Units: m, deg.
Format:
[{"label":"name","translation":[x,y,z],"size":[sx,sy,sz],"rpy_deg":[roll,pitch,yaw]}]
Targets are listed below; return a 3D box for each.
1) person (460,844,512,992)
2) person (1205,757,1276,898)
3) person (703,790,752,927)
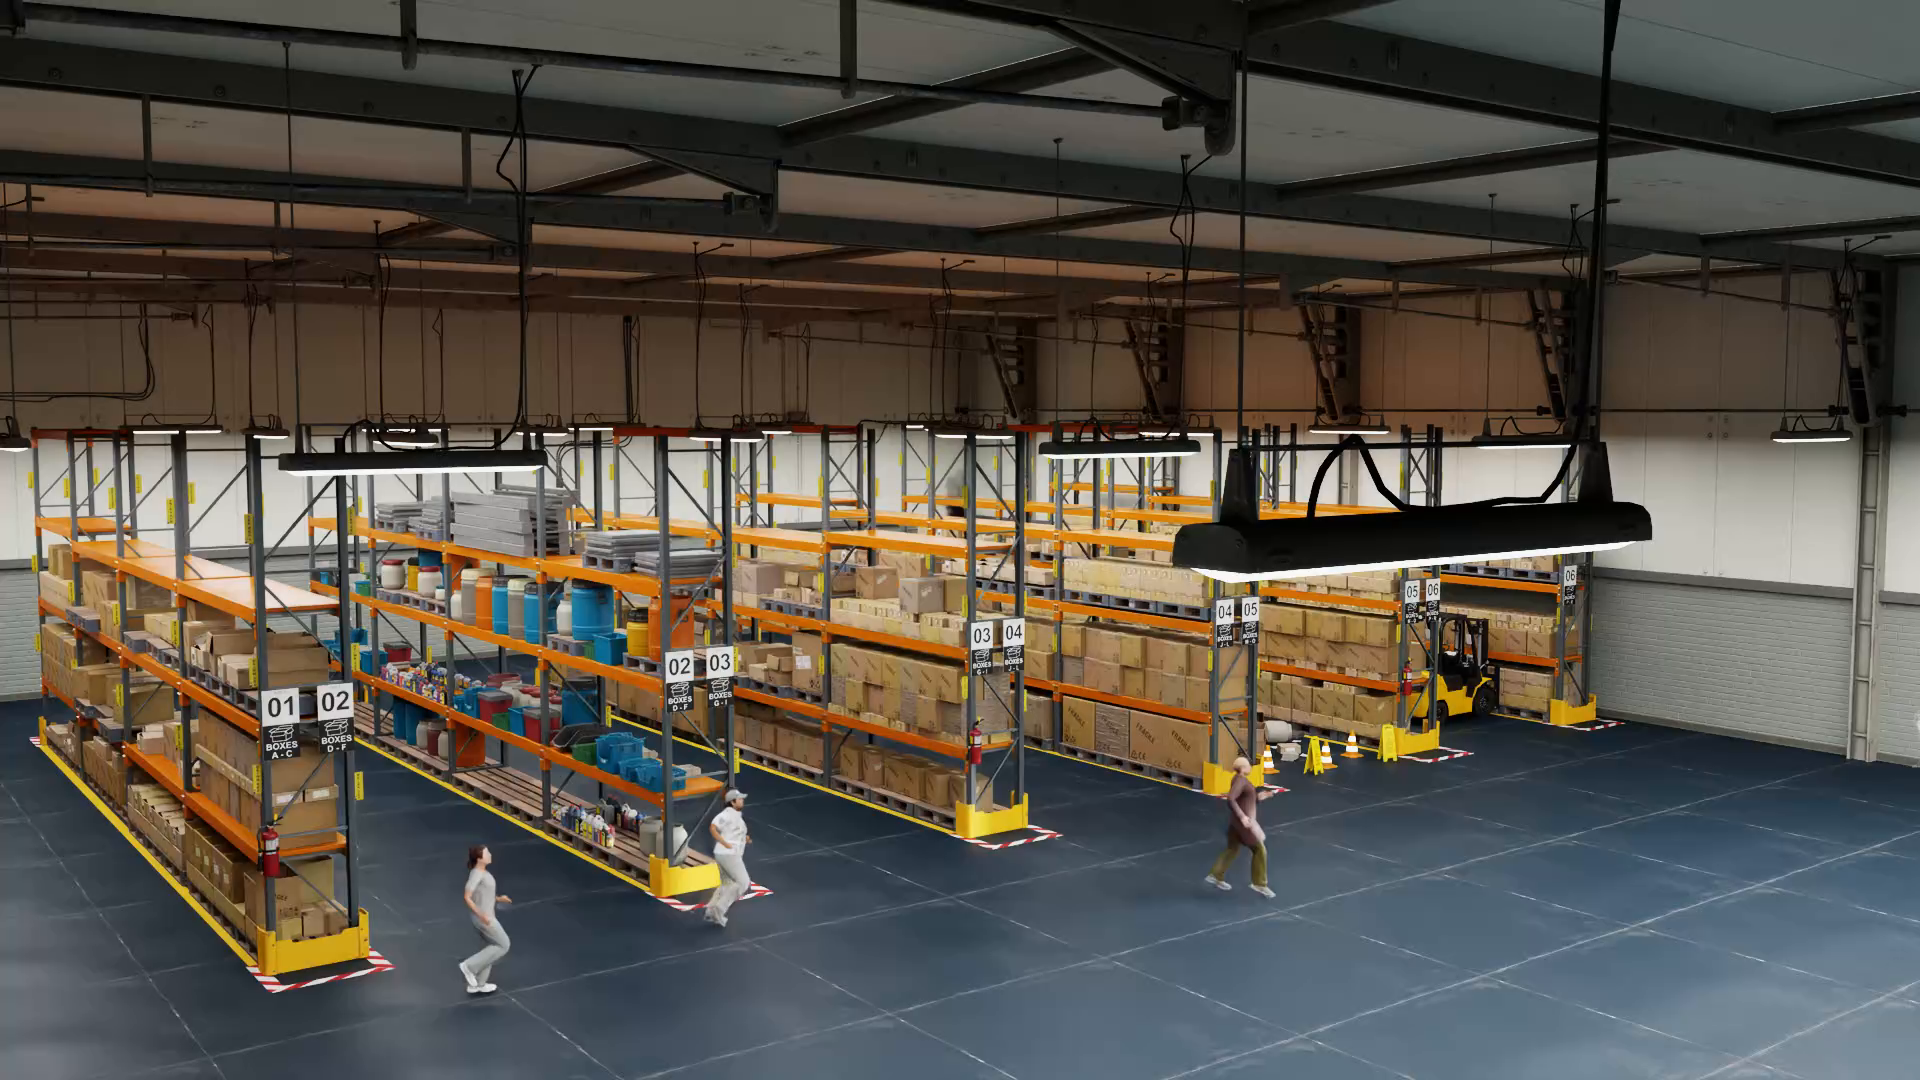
[{"label":"person","translation":[-5.146,4.099,18.043],"size":[0.560,1.626,0.568],"rpy_deg":[-1,5,-14]},{"label":"person","translation":[3.658,3.734,21.620],"size":[0.900,1.835,0.677],"rpy_deg":[-1,5,-8]},{"label":"person","translation":[-2.868,3.912,20.576],"size":[0.589,1.611,0.684],"rpy_deg":[0,4,-1]}]
